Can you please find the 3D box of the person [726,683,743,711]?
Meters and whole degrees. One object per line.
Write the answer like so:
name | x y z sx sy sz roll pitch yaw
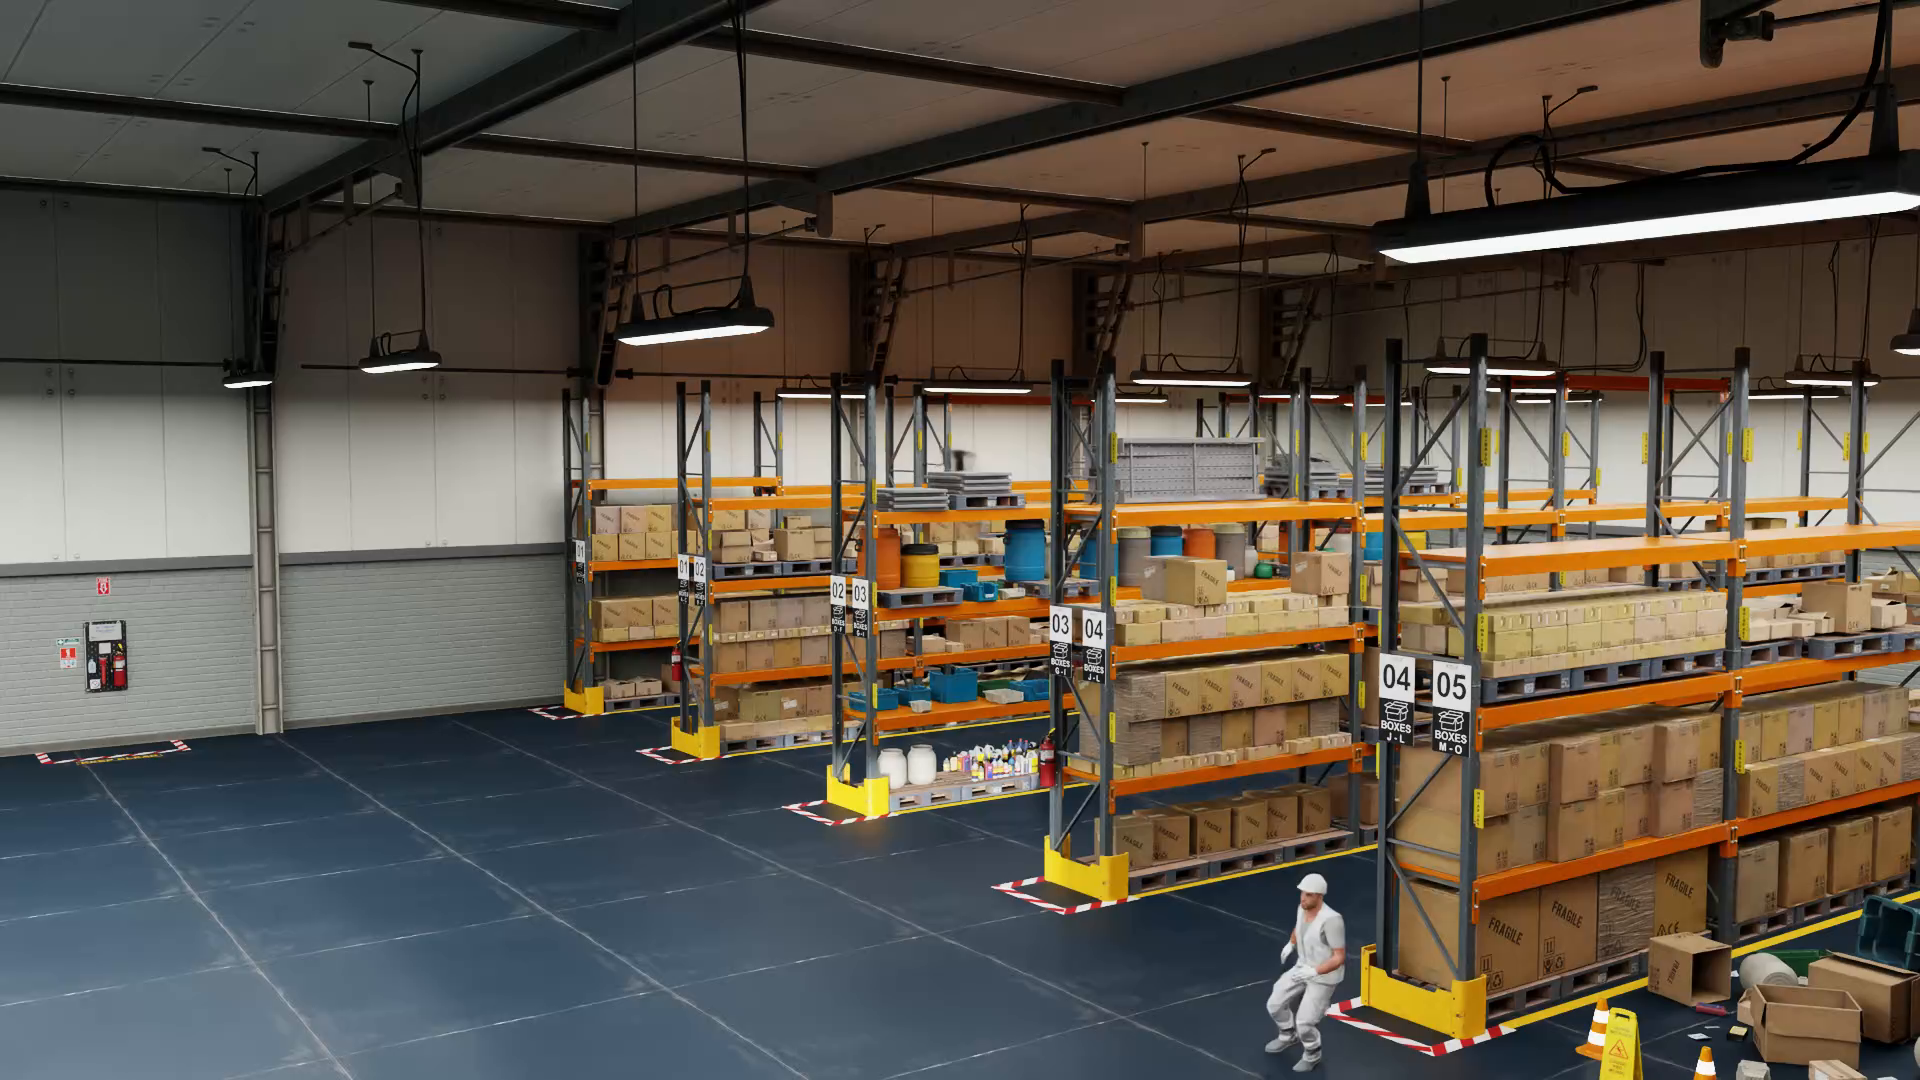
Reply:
person | -3.942 2.485 29.313 0.563 1.631 0.612 3 5 42

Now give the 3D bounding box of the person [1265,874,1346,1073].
person | 2.746 3.484 13.328 0.598 1.701 0.887 -2 4 -32
